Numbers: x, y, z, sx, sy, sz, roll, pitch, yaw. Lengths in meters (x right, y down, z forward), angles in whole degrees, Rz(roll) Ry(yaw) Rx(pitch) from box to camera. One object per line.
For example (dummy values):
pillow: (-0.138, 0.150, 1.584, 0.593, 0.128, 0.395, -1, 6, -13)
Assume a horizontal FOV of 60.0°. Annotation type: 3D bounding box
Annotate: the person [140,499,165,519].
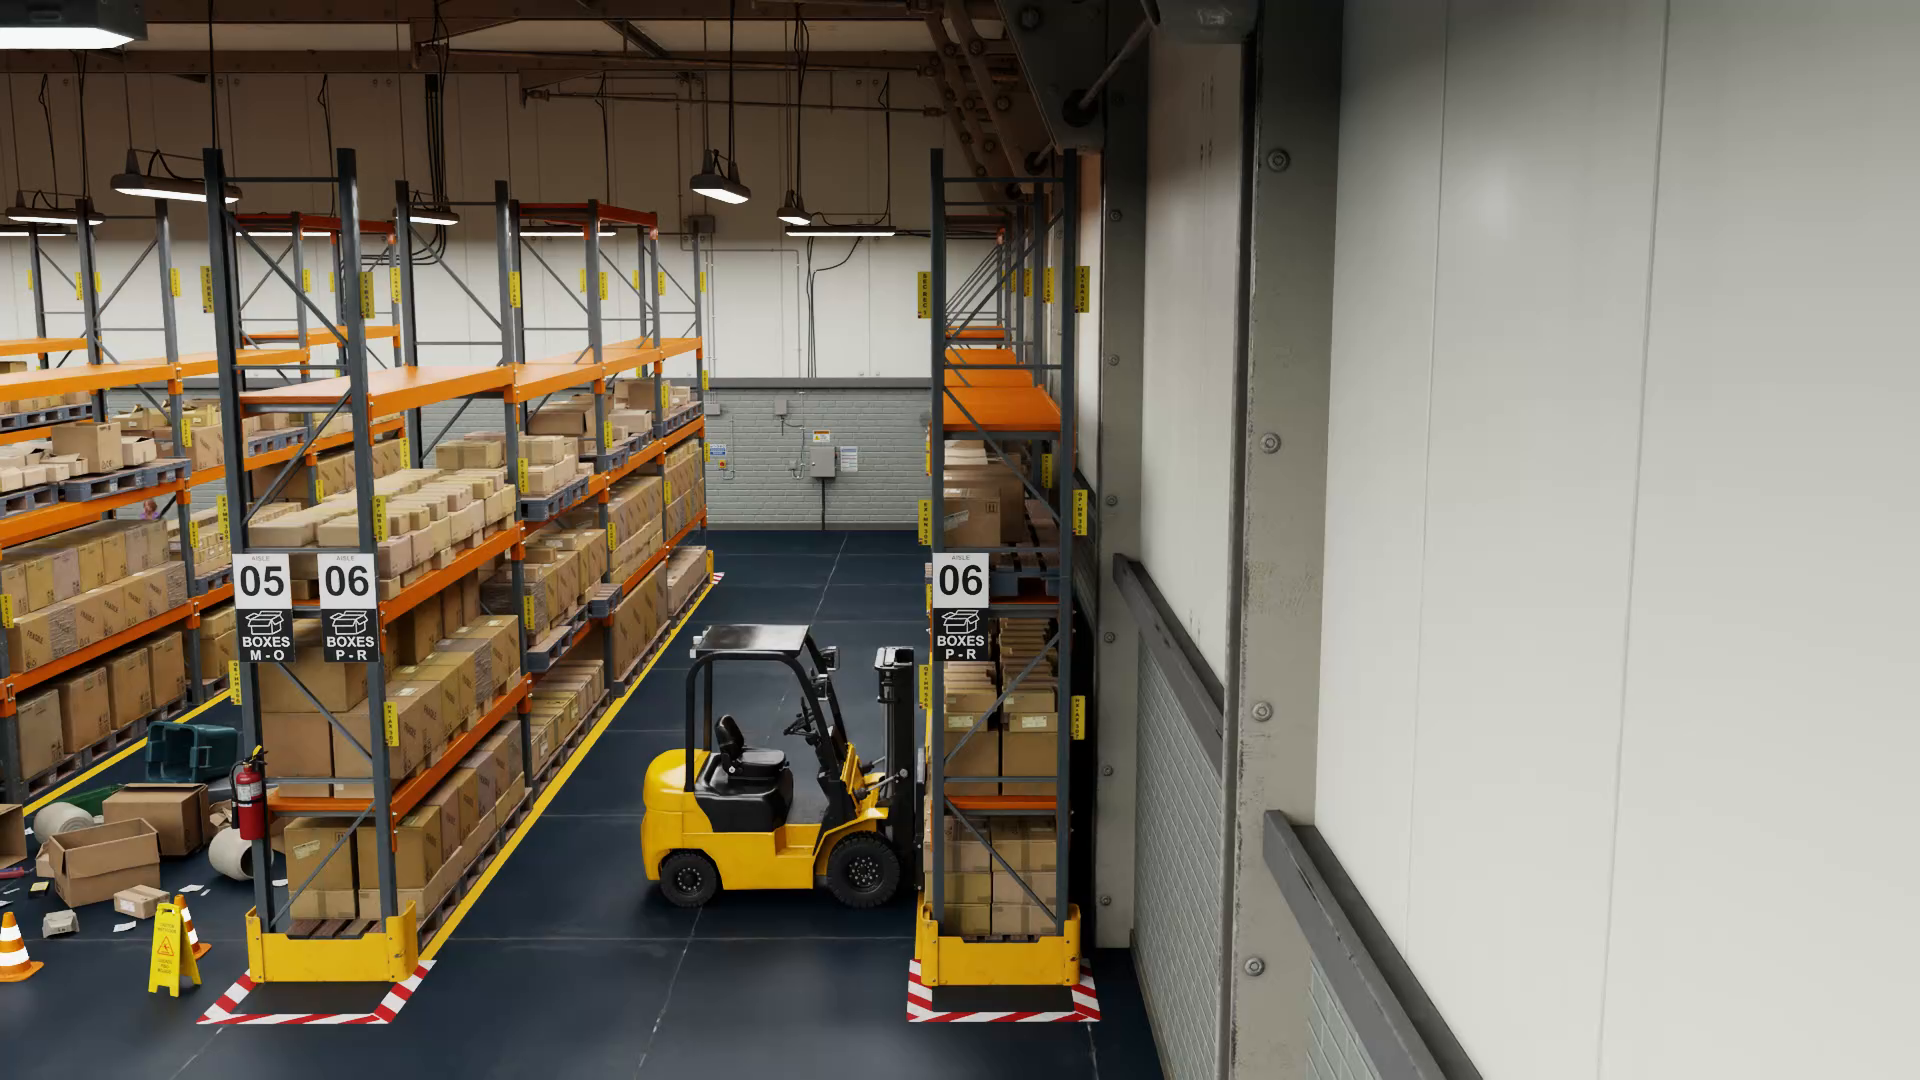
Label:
person: (-12.977, 0.113, 26.822, 0.550, 1.584, 0.718, 0, 9, 1)
